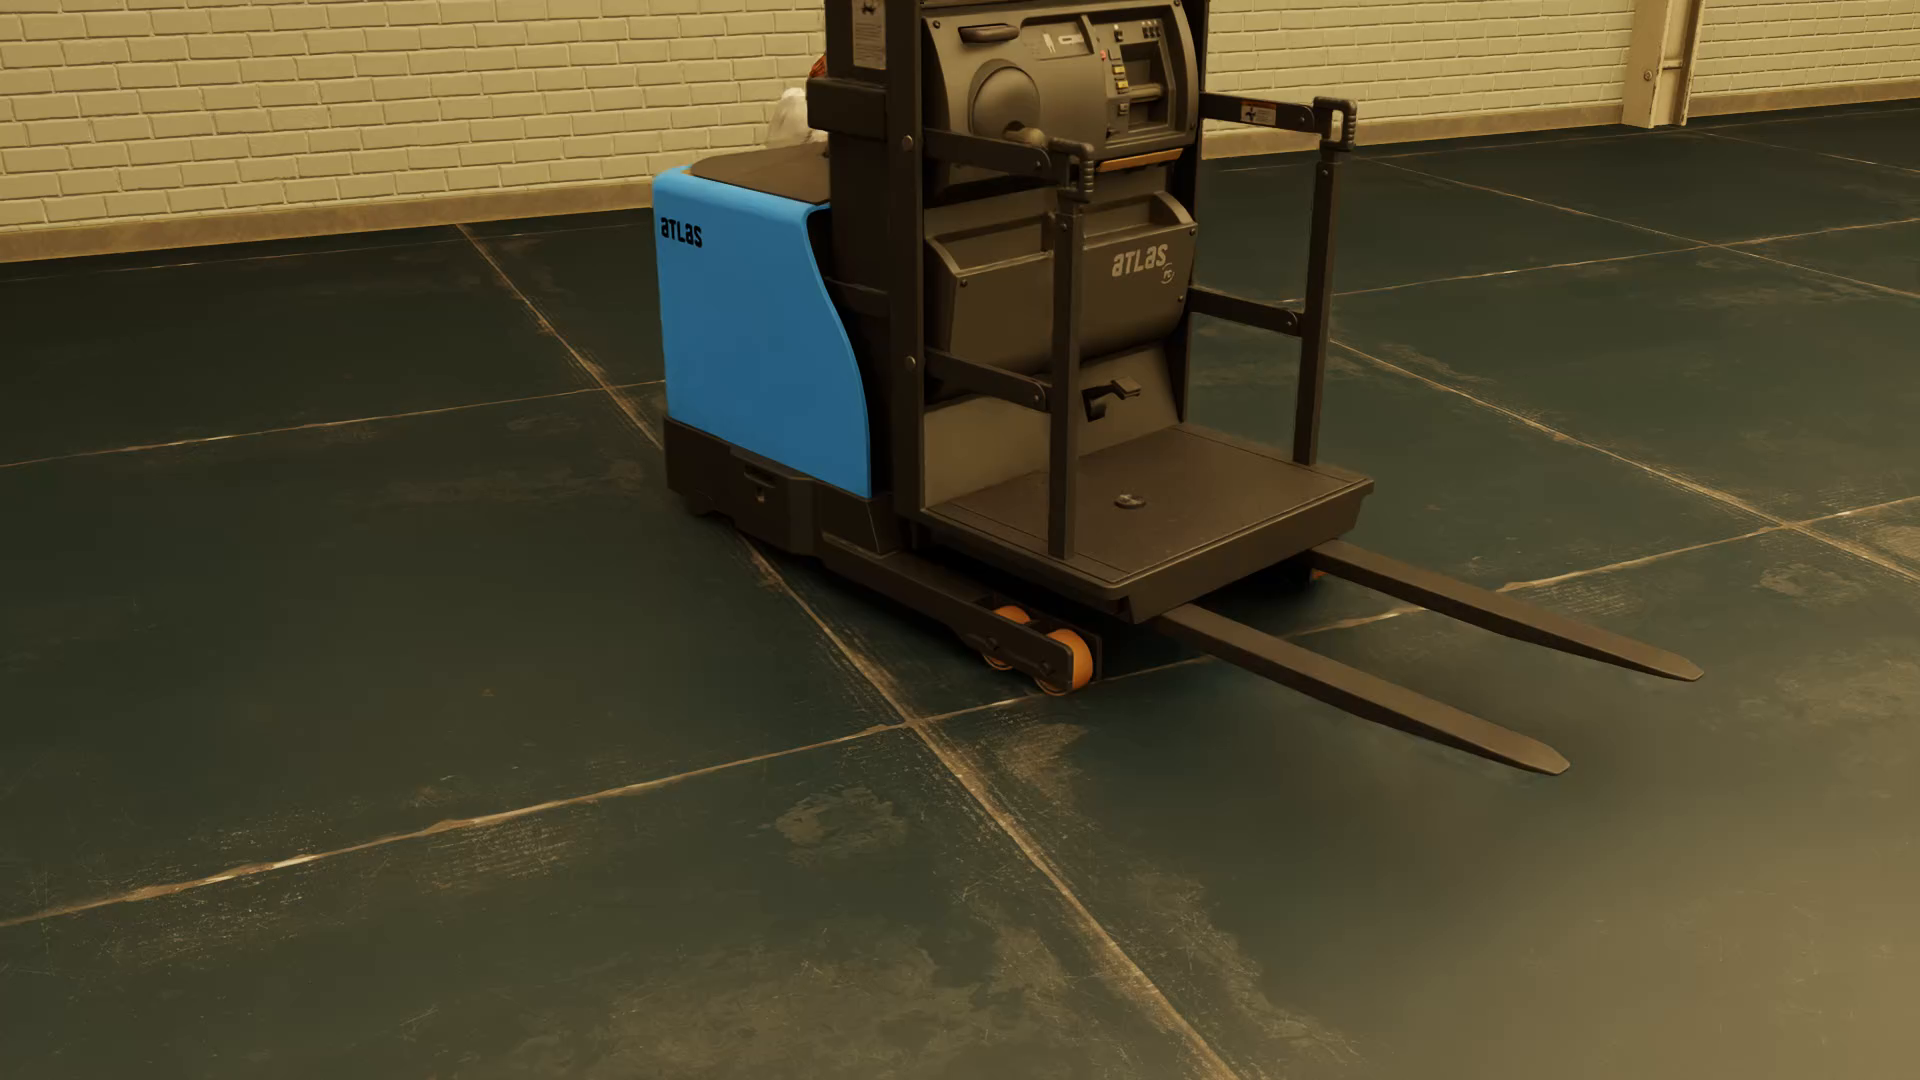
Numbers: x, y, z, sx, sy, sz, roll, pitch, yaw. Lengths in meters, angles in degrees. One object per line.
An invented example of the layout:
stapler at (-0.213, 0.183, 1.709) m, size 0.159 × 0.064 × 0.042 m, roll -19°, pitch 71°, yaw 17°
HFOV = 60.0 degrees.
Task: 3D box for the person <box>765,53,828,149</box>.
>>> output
person at (-0.424, -1.104, 6.055) m, size 0.732 × 1.316 × 1.360 m, roll -8°, pitch 24°, yaw -19°

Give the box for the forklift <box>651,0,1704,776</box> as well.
forklift at (0.428, -1.184, 4.136) m, size 1.130 × 2.935 × 3.031 m, roll -20°, pitch 30°, yaw -39°
